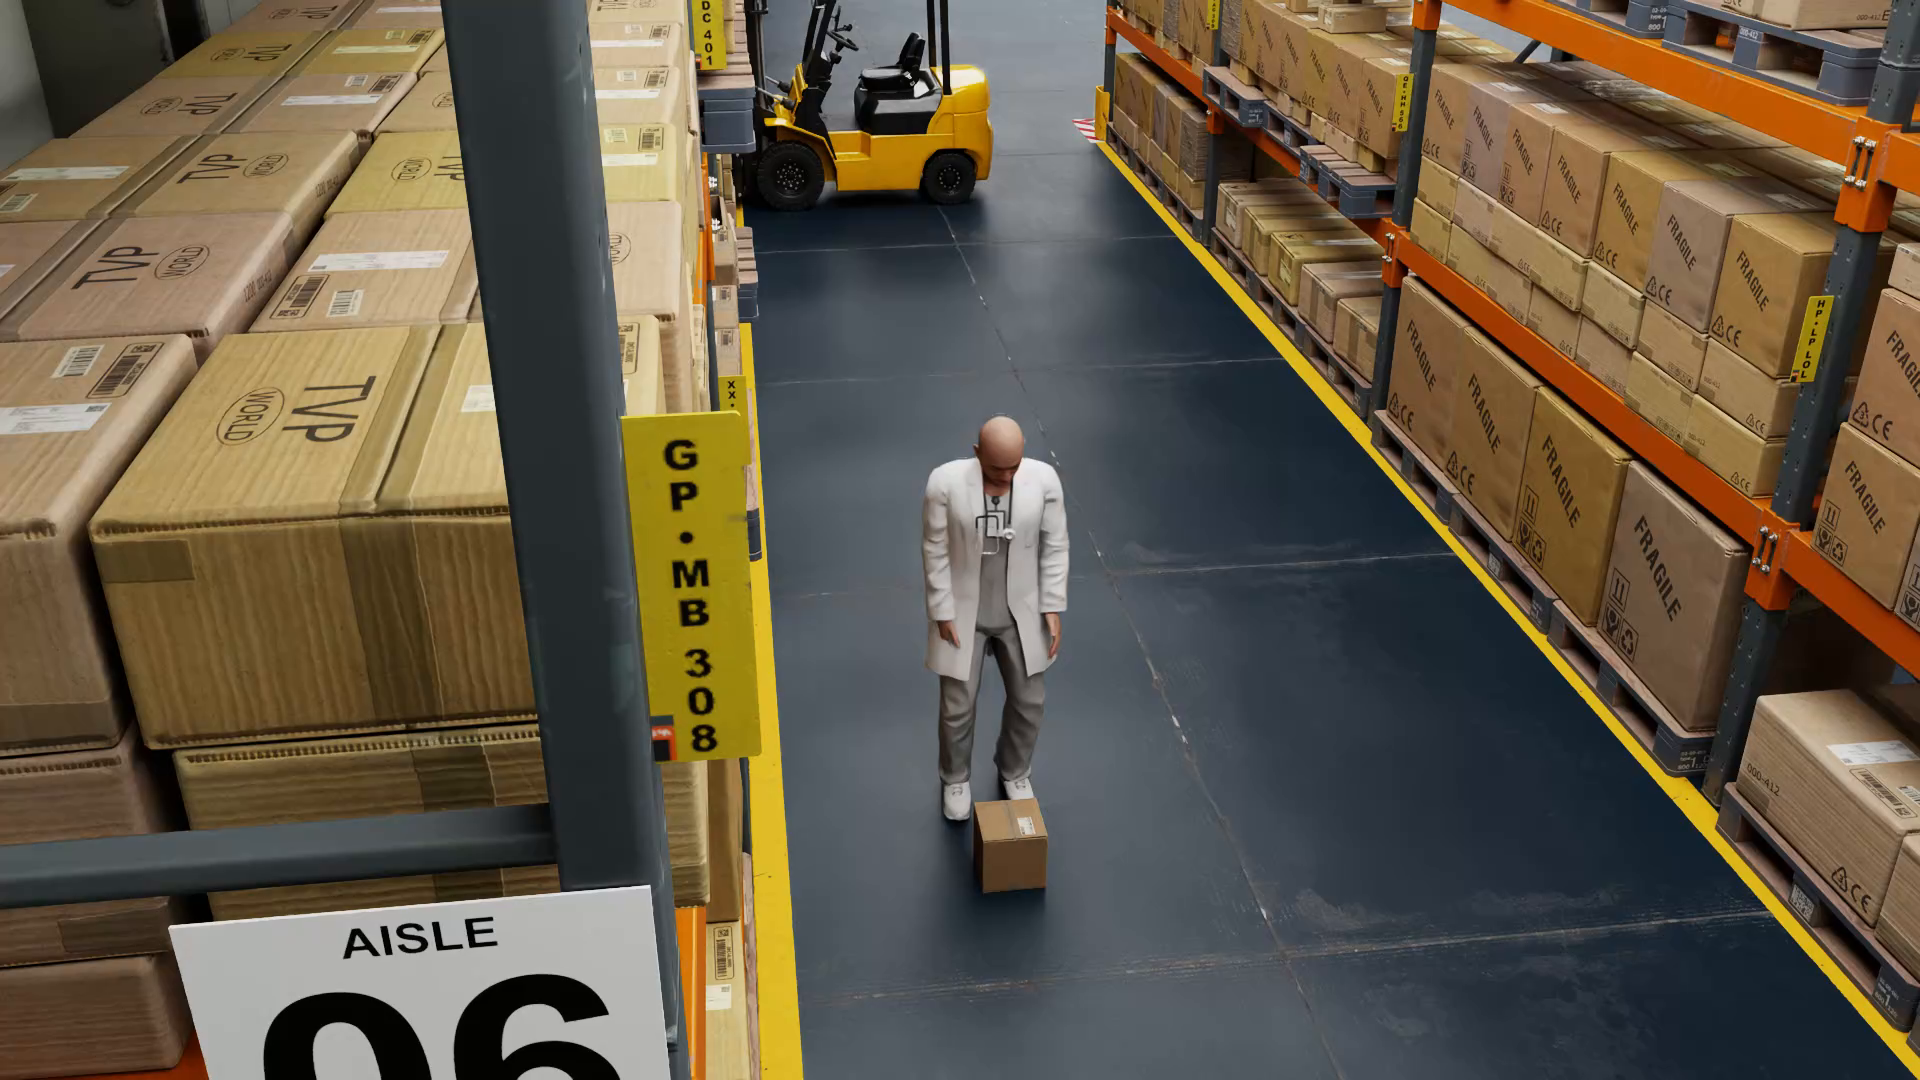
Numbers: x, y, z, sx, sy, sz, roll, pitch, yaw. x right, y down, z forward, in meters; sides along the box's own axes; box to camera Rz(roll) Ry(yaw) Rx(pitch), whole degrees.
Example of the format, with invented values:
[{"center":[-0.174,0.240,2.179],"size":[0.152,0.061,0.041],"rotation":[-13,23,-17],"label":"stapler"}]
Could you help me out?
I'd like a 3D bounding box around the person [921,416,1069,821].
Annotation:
[{"center":[0.141,0.300,6.589],"size":[0.583,1.745,0.403],"rotation":[-3,27,-6],"label":"person"}]
